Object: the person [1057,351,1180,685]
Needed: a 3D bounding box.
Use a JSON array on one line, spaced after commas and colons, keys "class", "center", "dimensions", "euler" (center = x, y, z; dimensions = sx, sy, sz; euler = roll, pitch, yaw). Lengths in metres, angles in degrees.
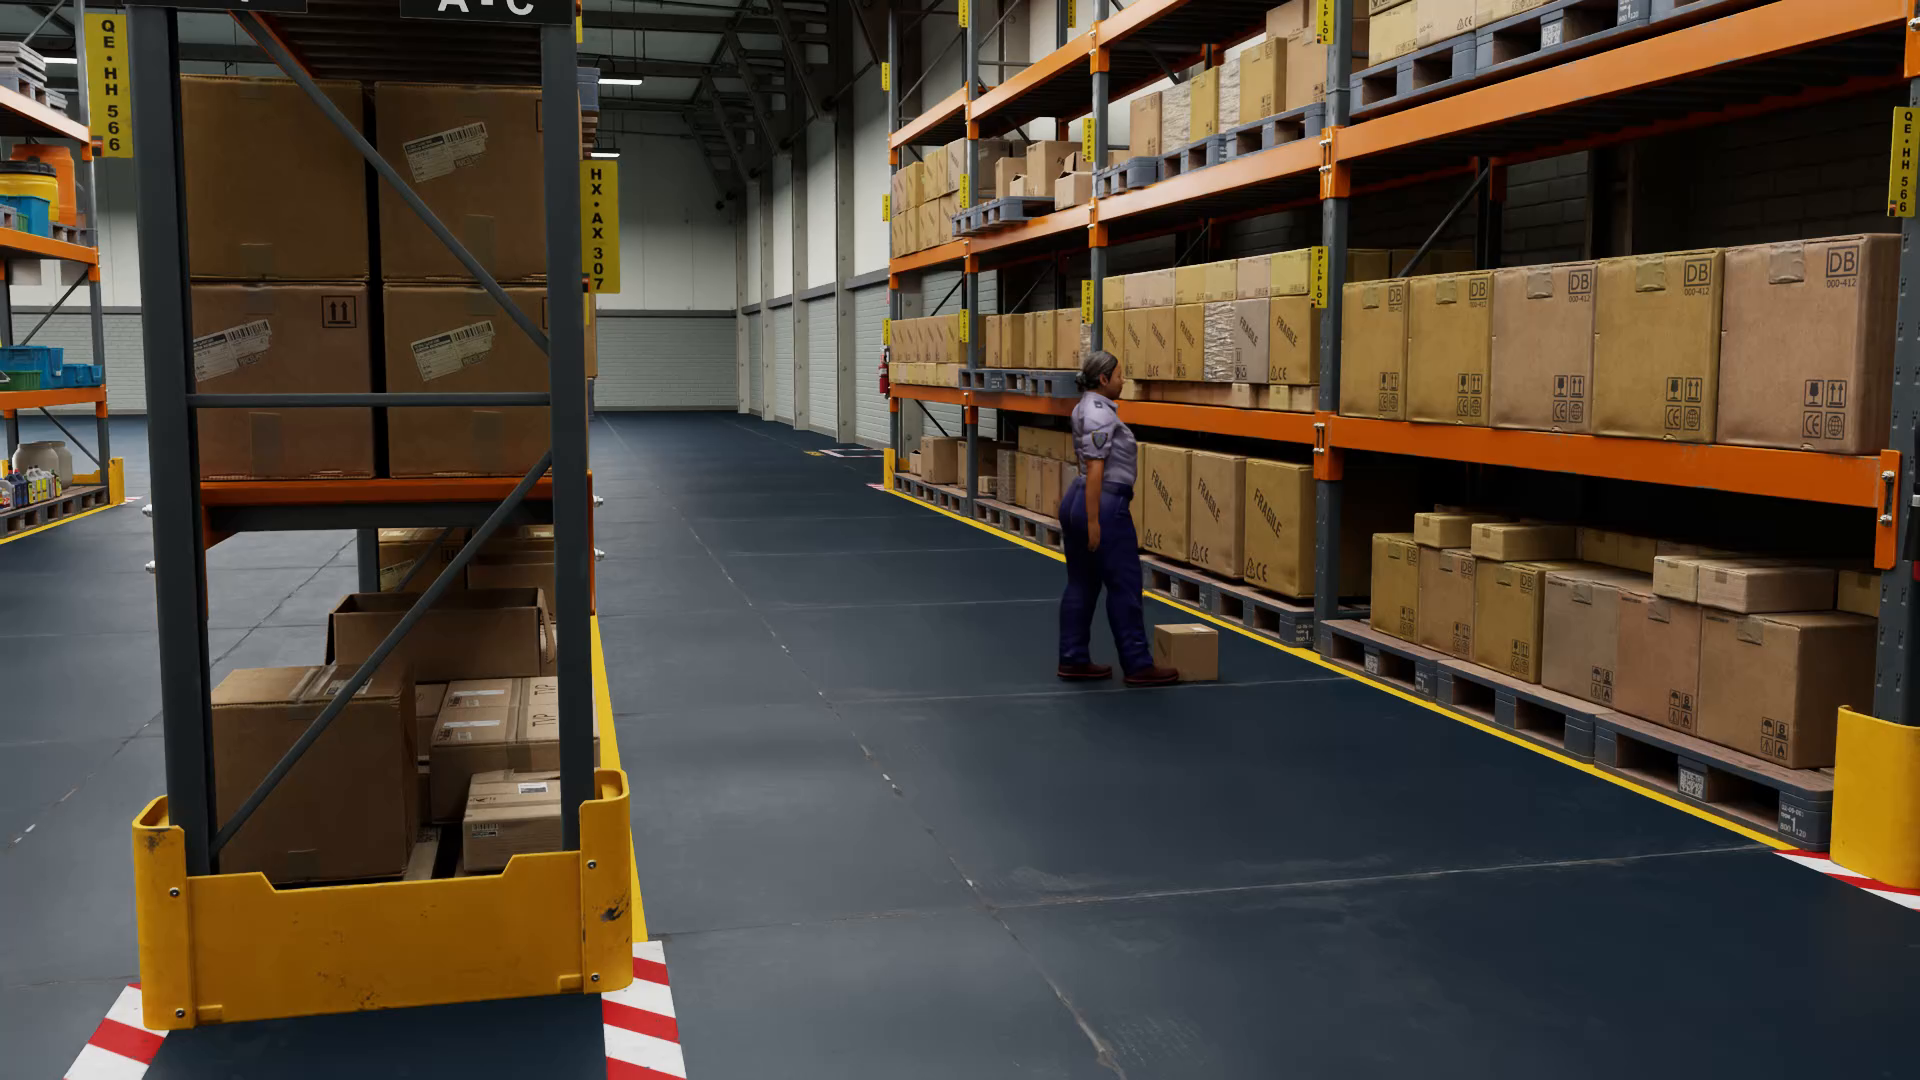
[{"class": "person", "center": [0.782, -0.111, 8.285], "dimensions": [0.569, 1.629, 0.480], "euler": [-1, 6, -13]}]
